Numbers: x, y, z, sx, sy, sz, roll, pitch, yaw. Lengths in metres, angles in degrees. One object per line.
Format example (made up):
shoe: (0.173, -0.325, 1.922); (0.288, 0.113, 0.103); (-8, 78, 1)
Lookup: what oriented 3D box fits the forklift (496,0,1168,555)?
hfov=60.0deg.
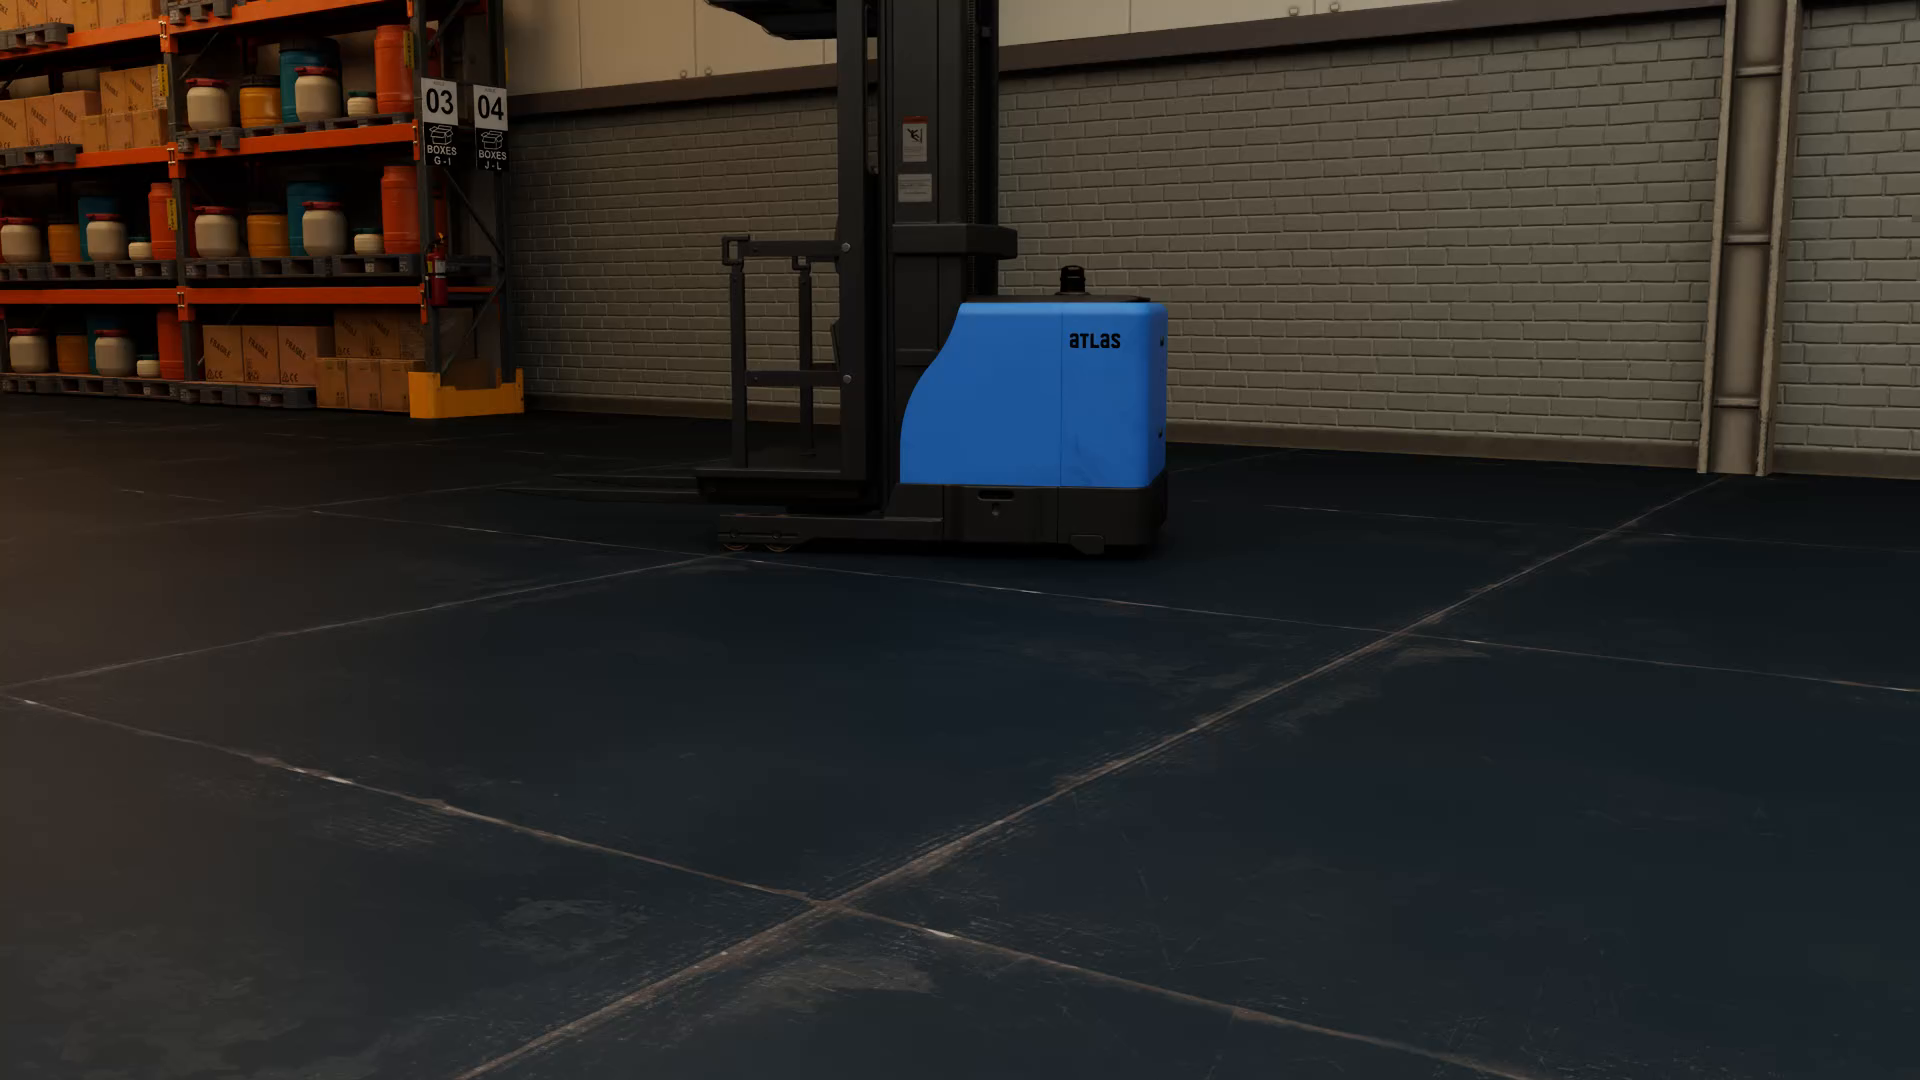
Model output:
forklift: (-0.596, -1.469, 7.520); (3.031, 2.935, 1.130); (2, 8, 12)
